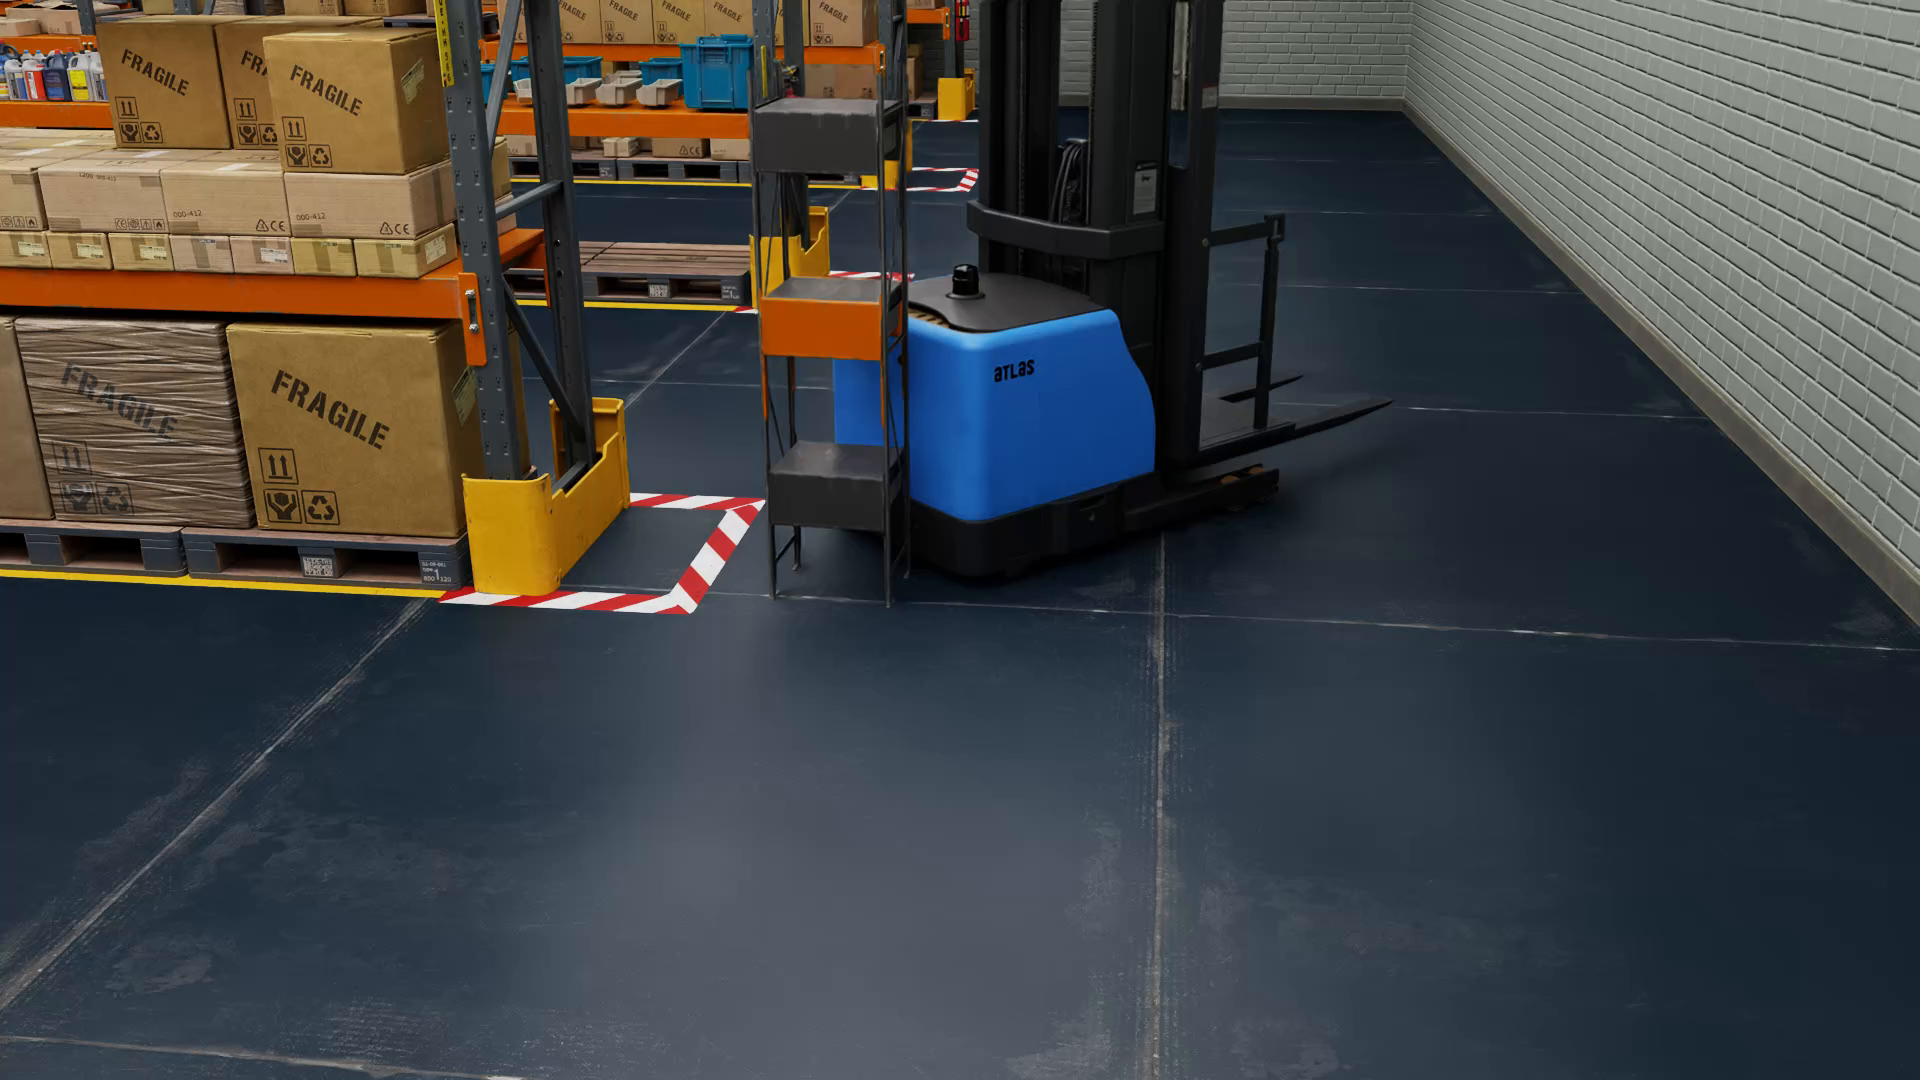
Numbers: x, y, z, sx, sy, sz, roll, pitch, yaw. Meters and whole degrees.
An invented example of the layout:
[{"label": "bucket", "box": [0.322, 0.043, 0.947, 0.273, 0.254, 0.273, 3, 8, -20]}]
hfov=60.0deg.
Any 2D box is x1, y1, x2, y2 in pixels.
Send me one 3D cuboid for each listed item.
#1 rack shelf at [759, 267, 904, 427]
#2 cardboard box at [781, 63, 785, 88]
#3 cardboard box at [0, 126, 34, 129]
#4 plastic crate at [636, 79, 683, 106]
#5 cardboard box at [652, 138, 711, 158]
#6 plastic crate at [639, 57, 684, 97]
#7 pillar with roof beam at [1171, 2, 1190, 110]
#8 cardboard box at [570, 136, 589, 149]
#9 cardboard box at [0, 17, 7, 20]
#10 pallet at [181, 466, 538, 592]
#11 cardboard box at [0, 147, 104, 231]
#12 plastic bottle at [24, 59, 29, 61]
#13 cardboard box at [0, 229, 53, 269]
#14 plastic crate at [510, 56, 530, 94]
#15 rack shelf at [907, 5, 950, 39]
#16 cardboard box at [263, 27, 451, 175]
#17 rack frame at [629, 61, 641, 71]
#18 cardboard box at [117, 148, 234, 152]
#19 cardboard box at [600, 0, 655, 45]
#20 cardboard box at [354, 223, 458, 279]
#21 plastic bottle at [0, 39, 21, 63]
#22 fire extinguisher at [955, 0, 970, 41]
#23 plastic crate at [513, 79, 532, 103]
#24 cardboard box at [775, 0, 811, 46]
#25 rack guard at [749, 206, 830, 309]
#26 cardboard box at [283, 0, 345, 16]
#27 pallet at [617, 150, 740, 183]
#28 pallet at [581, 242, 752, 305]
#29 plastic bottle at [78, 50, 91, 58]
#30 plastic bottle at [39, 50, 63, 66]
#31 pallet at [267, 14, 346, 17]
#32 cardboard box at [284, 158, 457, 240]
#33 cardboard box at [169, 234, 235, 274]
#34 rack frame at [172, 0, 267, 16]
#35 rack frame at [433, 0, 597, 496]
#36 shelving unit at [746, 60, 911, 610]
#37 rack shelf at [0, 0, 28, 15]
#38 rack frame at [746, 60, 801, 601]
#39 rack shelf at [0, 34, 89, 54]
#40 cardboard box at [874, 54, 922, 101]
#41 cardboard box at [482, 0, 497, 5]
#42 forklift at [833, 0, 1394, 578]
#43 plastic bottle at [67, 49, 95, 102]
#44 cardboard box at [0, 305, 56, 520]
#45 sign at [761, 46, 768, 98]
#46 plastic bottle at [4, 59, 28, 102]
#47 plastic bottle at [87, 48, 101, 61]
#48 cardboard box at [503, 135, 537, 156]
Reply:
[{"label": "rack shelf", "box": [-0.492, -0.770, 6.568, 0.480, 0.518, 0.431, 4, 22, 10]}, {"label": "cardboard box", "box": [-2.299, -5.897, 21.106, 0.500, 0.500, 0.700, 3, 22, 8]}, {"label": "cardboard box", "box": [-9.653, -4.216, 17.193, 0.500, 0.250, 0.500, 2, 22, 6]}, {"label": "plastic crate", "box": [-2.062, -3.065, 11.389, 0.243, 0.136, 0.396, 2, 22, 6]}, {"label": "cardboard box", "box": [-2.751, -4.136, 16.618, 0.637, 0.503, 0.797, 2, 22, 6]}, {"label": "plastic crate", "box": [-2.092, -3.300, 11.852, 0.300, 0.233, 0.416, 2, 22, 6]}, {"label": "pillar with roof beam", "box": [2.211, -8.224, 16.003, 0.400, 9.000, 9.100, 2, 22, 6]}, {"label": "cardboard box", "box": [-4.018, -4.293, 17.019, 0.500, 0.500, 0.500, 2, 22, 6]}, {"label": "cardboard box", "box": [-9.862, -5.262, 17.013, 0.250, 0.149, 0.380, 4, 22, 10]}, {"label": "pallet", "box": [-2.617, -0.091, 7.383, 1.213, 0.211, 1.003, 2, 22, 6]}, {"label": "cardboard box", "box": [-3.854, -1.440, 6.801, 0.500, 0.250, 0.500, 3, 22, 6]}, {"label": "plastic bottle", "box": [-6.634, -3.292, 11.863, 0.097, 0.271, 0.097, 0, 22, 0]}, {"label": "cardboard box", "box": [-3.725, -1.226, 6.804, 0.250, 0.149, 0.380, 3, 22, 7]}, {"label": "plastic crate", "box": [-3.043, -3.341, 11.957, 0.300, 0.233, 0.416, 2, 22, 6]}, {"label": "rack shelf", "box": [-2.052, -6.559, 20.930, 4.000, 0.370, 1.077, 2, 22, 6]}, {"label": "cardboard box", "box": [-2.329, -1.724, 6.501, 0.500, 0.500, 0.500, 3, 22, 7]}, {"label": "rack frame", "box": [-4.038, -6.980, 21.016, 0.127, 3.000, 1.000, 2, 22, 6]}, {"label": "cardboard box", "box": [-3.275, -1.613, 7.239, 0.500, 0.250, 0.500, 2, 22, 4]}, {"label": "cardboard box", "box": [-3.137, -5.053, 16.005, 0.500, 0.500, 0.500, 2, 22, 6]}, {"label": "cardboard box", "box": [-2.207, -1.160, 6.636, 0.250, 0.149, 0.380, 3, 22, 7]}, {"label": "plastic bottle", "box": [-7.120, -3.566, 12.448, 0.185, 0.351, 0.144, 2, 22, 6]}, {"label": "fire extinguisher", "box": [0.030, -6.423, 20.219, 0.183, 0.674, 0.296, 2, 22, 6]}, {"label": "plastic crate", "box": [-2.924, -3.092, 11.457, 0.250, 0.136, 0.298, 2, 22, 6]}, {"label": "cardboard box", "box": [-1.637, -4.986, 15.836, 0.500, 0.500, 0.500, 3, 22, 7]}, {"label": "rack guard", "box": [-1.206, -2.031, 11.898, 0.348, 0.500, 1.175, 2, 22, 6]}, {"label": "cardboard box", "box": [-6.379, -5.467, 16.482, 0.500, 0.500, 0.700, -3, 22, -7]}, {"label": "pallet", "box": [-2.720, -3.793, 16.747, 1.213, 0.211, 1.003, 2, 22, 6]}, {"label": "pallet", "box": [-2.046, -1.943, 12.068, 1.213, 0.211, 1.003, 2, 22, 6]}, {"label": "plastic bottle", "box": [-6.538, -3.505, 12.394, 0.135, 0.276, 0.152, 2, 22, 6]}, {"label": "plastic bottle", "box": [-6.768, -3.515, 12.419, 0.135, 0.276, 0.152, 2, 22, 6]}, {"label": "pallet", "box": [-6.657, -5.173, 16.706, 1.213, 0.211, 1.003, 2, 22, 6]}, {"label": "cardboard box", "box": [-2.327, -1.375, 6.636, 0.500, 0.250, 0.500, 2, 22, 5]}, {"label": "cardboard box", "box": [-2.963, -1.193, 6.720, 0.250, 0.149, 0.380, 3, 22, 7]}, {"label": "rack frame", "box": [-5.204, -3.363, 11.867, 0.127, 3.000, 1.000, 2, 22, 6]}, {"label": "rack frame", "box": [-1.814, -1.382, 6.855, 0.127, 3.000, 1.000, 2, 22, 6]}, {"label": "shelving unit", "box": [-0.492, -0.782, 6.563, 0.503, 2.100, 0.431, 4, 22, 10]}, {"label": "rack shelf", "box": [-13.968, -7.078, 22.243, 4.000, 0.370, 1.077, 2, 22, 6]}, {"label": "rack frame", "box": [-0.732, -0.799, 6.605, 0.015, 2.100, 0.400, 4, 22, 10]}, {"label": "rack shelf", "box": [-10.575, -5.097, 17.230, 4.000, 0.370, 1.077, 2, 22, 6]}, {"label": "cardboard box", "box": [-0.772, -5.834, 20.945, 0.500, 0.500, 0.700, 2, 22, 6]}, {"label": "cardboard box", "box": [-5.926, -6.871, 21.054, 0.250, 0.149, 0.380, 3, 22, 8]}, {"label": "forklift", "box": [0.887, -1.630, 7.577, 3.031, 2.935, 1.130, -17, 27, -36]}, {"label": "plastic bottle", "box": [-6.155, -3.261, 11.675, 0.185, 0.351, 0.144, 2, 22, 6]}, {"label": "cardboard box", "box": [-4.247, -0.665, 7.362, 0.875, 0.875, 0.875, 2, 22, 6]}, {"label": "sign", "box": [-1.280, -3.065, 10.890, 0.005, 0.325, 0.100, 2, 22, 6]}, {"label": "plastic bottle", "box": [-6.630, -3.248, 11.744, 0.135, 0.276, 0.152, 2, 22, 6]}, {"label": "plastic bottle", "box": [-6.138, -3.313, 11.808, 0.185, 0.351, 0.144, 2, 22, 6]}, {"label": "cardboard box", "box": [-4.226, -4.029, 16.609, 0.500, 0.311, 0.500, 2, 22, 6]}]
